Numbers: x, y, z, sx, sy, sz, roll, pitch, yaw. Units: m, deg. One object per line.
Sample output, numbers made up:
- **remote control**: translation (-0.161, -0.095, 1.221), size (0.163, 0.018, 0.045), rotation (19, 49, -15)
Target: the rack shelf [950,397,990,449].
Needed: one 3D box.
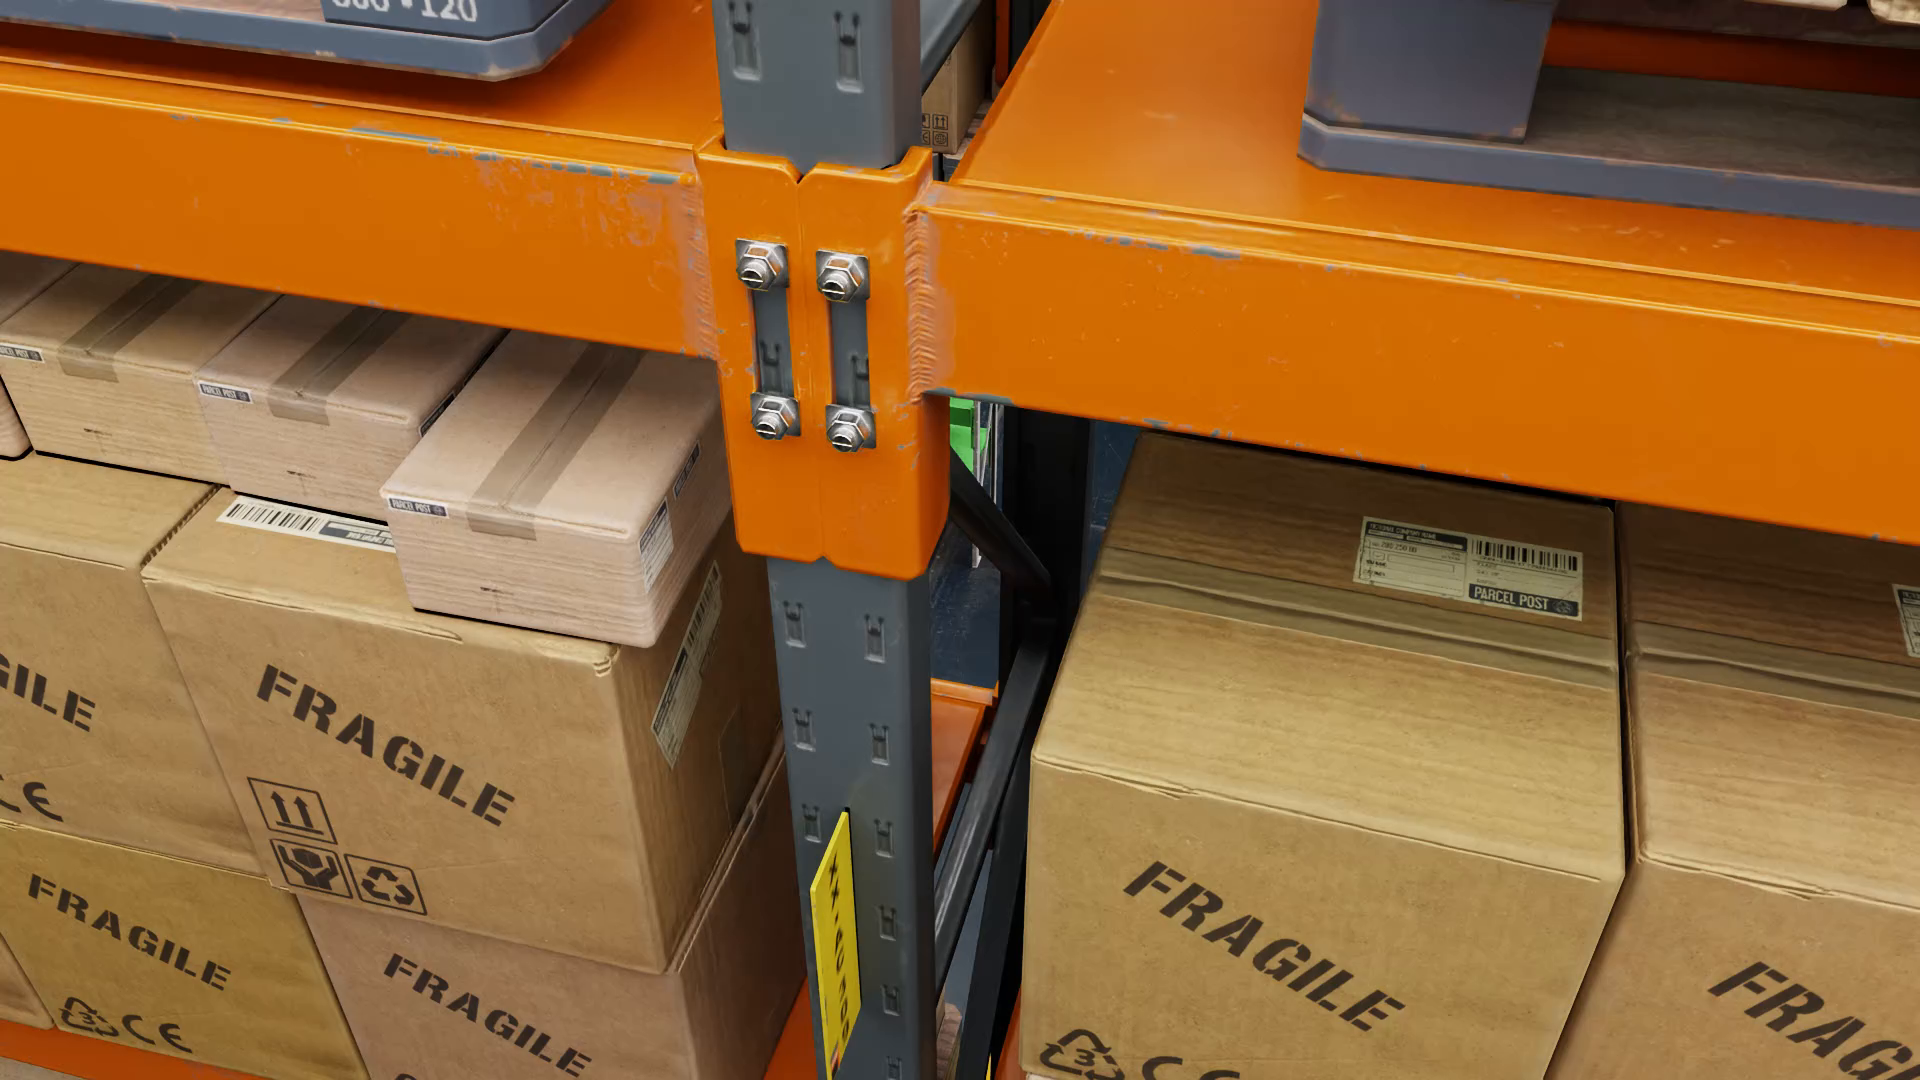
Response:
- **rack shelf**: translation (-0.160, -0.438, 4.938), size (0.480, 0.148, 0.258), rotation (10, 41, 11)

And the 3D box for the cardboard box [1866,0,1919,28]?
- **cardboard box**: translation (0.794, -0.586, 0.879), size (0.500, 0.500, 0.500), rotation (9, 41, 11)

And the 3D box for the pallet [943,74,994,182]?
- **pallet**: translation (0.634, -1.696, 7.106), size (1.213, 0.211, 1.003), rotation (10, 41, 11)

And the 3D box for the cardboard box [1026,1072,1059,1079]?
- **cardboard box**: translation (0.370, 0.549, 1.991), size (0.500, 0.250, 0.500), rotation (9, 41, 10)

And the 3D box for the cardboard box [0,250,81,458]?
- **cardboard box**: translation (-1.076, -0.278, 1.889), size (0.250, 0.149, 0.380), rotation (9, 41, 11)

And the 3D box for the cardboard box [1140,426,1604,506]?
- **cardboard box**: translation (0.514, -0.068, 2.143), size (0.500, 0.500, 0.500), rotation (11, 41, 13)

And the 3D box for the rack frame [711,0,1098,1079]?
- **rack frame**: translation (0.019, 0.433, 2.402), size (0.053, 2.616, 0.949), rotation (10, 41, 11)

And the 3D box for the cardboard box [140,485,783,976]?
- **cardboard box**: translation (-0.509, 0.107, 1.935), size (0.500, 0.500, 0.500), rotation (9, 41, 11)

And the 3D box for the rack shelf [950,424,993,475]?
- **rack shelf**: translation (-0.160, -0.254, 5.092), size (0.480, 0.148, 0.258), rotation (10, 41, 11)

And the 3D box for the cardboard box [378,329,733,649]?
- **cardboard box**: translation (4.248, -0.270, 3.668), size (8.416, 2.449, 5.789), rotation (9, 41, 11)

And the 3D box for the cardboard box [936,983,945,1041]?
- **cardboard box**: translation (-0.561, 1.084, 3.292), size (0.875, 0.438, 0.875), rotation (9, 41, 11)

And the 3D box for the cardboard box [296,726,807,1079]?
- **cardboard box**: translation (-0.496, 0.478, 2.270), size (0.500, 0.500, 0.500), rotation (10, 41, 12)

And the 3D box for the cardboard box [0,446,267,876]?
- **cardboard box**: translation (-0.997, 0.018, 2.041), size (0.500, 0.500, 0.500), rotation (9, 41, 11)

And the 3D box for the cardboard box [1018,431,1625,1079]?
- **cardboard box**: translation (0.369, 0.266, 1.746), size (0.500, 0.500, 0.500), rotation (10, 41, 12)

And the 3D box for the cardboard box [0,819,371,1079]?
- **cardboard box**: translation (-0.995, 0.396, 2.368), size (0.500, 0.500, 0.500), rotation (9, 41, 10)

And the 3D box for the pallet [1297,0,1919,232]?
- **pallet**: translation (0.916, -0.519, 1.351), size (1.217, 0.209, 0.805), rotation (8, 41, 10)

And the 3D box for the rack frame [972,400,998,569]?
- **rack frame**: translation (0.076, -0.446, 4.849), size (0.015, 1.200, 0.240), rotation (10, 41, 11)

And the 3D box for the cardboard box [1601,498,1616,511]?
- **cardboard box**: translation (1.016, 0.014, 2.046), size (0.500, 0.500, 0.500), rotation (11, 41, 12)

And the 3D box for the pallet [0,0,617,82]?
- **pallet**: translation (-0.770, -0.822, 1.633), size (1.213, 0.211, 1.003), rotation (10, 41, 11)

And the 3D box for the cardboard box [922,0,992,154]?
- **cardboard box**: translation (-0.182, -2.018, 6.938), size (0.500, 0.500, 0.700), rotation (8, 41, 10)

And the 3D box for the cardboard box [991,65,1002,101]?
- **cardboard box**: translation (0.301, -2.047, 7.245), size (0.250, 0.149, 0.380), rotation (9, 41, 11)

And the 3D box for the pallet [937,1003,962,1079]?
- **pallet**: translation (-0.696, 1.328, 3.505), size (1.213, 0.211, 1.003), rotation (10, 41, 11)

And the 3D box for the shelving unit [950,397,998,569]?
- **shelving unit**: translation (-0.160, -0.487, 4.897), size (0.503, 1.200, 0.258), rotation (10, 41, 11)

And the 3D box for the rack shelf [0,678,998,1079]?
- **rack shelf**: translation (-1.914, 0.378, 3.027), size (4.000, 0.370, 1.077), rotation (10, 41, 11)

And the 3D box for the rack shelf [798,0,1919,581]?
- **rack shelf**: translation (1.950, -0.106, 1.270), size (4.000, 0.370, 1.077), rotation (10, 41, 11)

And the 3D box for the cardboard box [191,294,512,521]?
- **cardboard box**: translation (-0.589, -0.199, 1.795), size (0.250, 0.149, 0.380), rotation (11, 41, 12)
